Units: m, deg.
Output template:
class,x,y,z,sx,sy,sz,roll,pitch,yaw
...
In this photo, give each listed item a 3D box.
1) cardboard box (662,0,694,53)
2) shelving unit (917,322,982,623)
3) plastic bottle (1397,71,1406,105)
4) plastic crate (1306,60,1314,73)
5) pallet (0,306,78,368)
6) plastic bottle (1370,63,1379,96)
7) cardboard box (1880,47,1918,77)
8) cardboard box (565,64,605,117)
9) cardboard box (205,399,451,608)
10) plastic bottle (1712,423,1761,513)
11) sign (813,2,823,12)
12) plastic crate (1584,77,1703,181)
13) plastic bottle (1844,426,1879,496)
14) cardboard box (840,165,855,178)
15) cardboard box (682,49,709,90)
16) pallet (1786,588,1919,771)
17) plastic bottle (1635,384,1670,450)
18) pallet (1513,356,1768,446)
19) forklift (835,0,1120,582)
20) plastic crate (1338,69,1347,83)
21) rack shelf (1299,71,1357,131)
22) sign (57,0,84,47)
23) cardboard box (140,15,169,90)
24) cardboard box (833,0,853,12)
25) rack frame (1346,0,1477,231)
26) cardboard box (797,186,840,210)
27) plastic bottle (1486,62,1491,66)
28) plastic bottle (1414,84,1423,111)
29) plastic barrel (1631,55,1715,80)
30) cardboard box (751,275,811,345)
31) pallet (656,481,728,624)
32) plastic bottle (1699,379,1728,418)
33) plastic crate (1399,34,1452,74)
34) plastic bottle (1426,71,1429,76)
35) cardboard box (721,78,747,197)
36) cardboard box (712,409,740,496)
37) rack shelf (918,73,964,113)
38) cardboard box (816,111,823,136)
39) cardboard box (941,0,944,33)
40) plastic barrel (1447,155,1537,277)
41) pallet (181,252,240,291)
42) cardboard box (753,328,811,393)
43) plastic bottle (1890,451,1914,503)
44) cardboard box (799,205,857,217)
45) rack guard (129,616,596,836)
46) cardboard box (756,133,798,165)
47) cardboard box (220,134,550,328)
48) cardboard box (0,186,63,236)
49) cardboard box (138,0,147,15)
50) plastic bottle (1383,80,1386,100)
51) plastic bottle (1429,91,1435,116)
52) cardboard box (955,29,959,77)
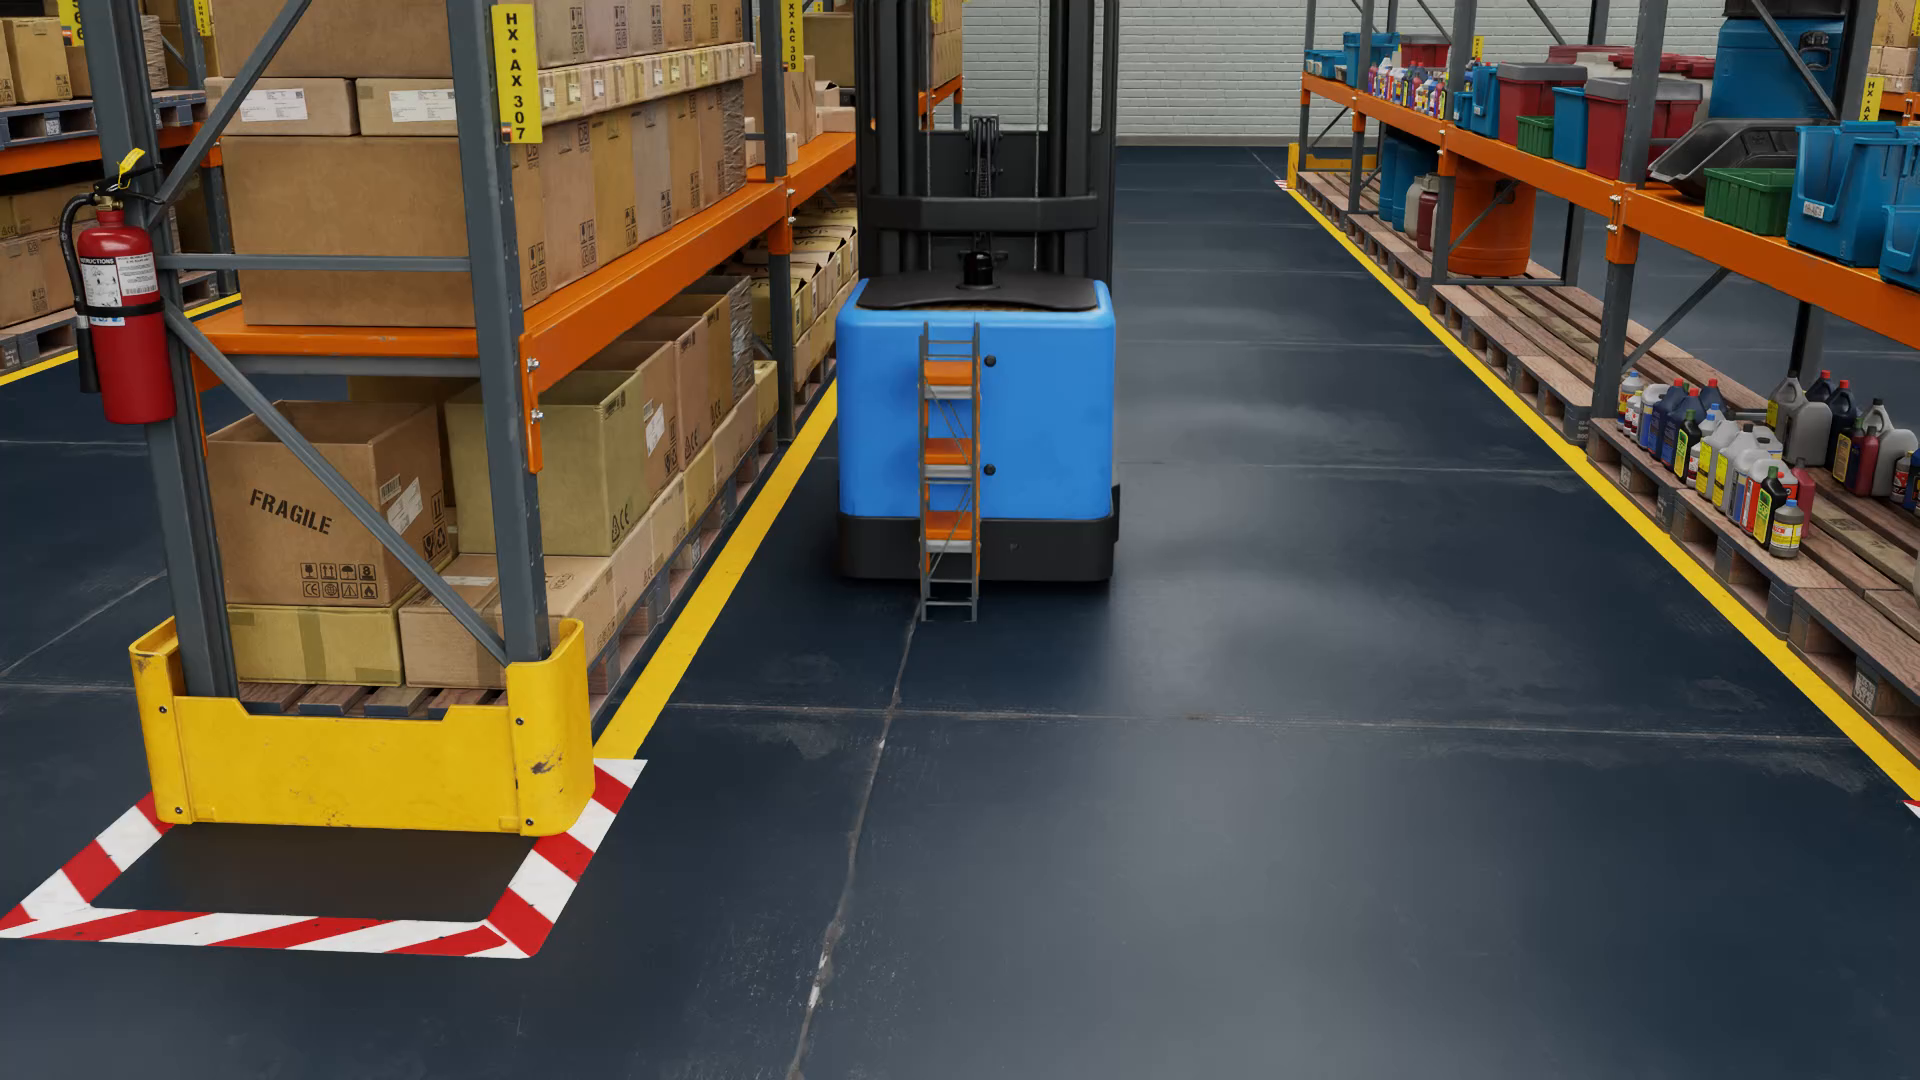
class,x,y,z,sx,sy,sz,roll,pitch,yaw
cardboard box,-1.441,-2.155,6.438,0.700,0.500,0.500,1,18,4
shelving unit,-0.035,-0.240,5.968,0.215,1.050,0.252,1,18,2
plastic bottle,3.631,-3.692,13.581,0.097,0.271,0.097,0,18,0
plastic crate,4.005,-5.293,18.585,0.250,0.136,0.298,1,18,4
pallet,-6.146,-1.347,10.696,1.003,0.211,1.213,1,18,4
plastic bottle,3.708,-4.113,14.845,0.061,0.283,0.133,1,18,4
cardboard box,8.880,-4.417,15.348,0.500,0.250,0.500,1,18,3
cardboard box,-1.332,-1.410,5.205,0.380,0.149,0.250,1,18,3
cardboard box,-1.889,-0.121,5.013,0.500,0.500,0.500,1,18,4
plastic bottle,3.067,-0.290,6.538,0.144,0.351,0.185,2,18,6
sign,-1.313,-4.847,15.508,0.100,0.325,0.005,1,18,4
plastic crate,3.326,-2.017,8.159,0.402,0.464,0.583,1,18,4
plastic bottle,3.679,-0.333,6.778,0.061,0.283,0.133,1,18,4
cardboard box,-1.156,-3.192,13.952,0.500,0.250,0.500,1,18,3
cardboard box,-1.225,-1.892,6.677,0.380,0.149,0.250,1,18,4
pallet,3.331,0.461,5.177,1.003,0.211,1.213,1,18,4
plastic bottle,3.140,-0.554,7.464,0.152,0.276,0.135,2,18,6
pallet,3.614,-0.749,8.870,1.003,0.211,1.213,1,18,4
forklift,0.119,-1.645,7.236,1.130,2.935,3.031,1,18,2
plastic crate,3.982,-4.566,16.385,0.437,0.125,0.590,1,18,4
rack shelf,4.313,-4.593,17.280,1.077,0.370,4.000,1,18,4
sign,-2.171,-1.378,4.072,0.100,0.325,0.005,1,18,4
cardboard box,-6.022,-3.403,11.625,0.700,0.500,0.500,-1,18,-3
cardboard box,-0.993,-5.111,15.938,0.500,0.500,0.500,1,18,4
rack frame,4.170,-4.314,15.272,1.000,3.000,0.127,1,18,4
cardboard box,-1.225,-2.500,13.045,0.500,0.500,0.500,2,18,6
plastic bottle,4.190,-3.617,13.225,0.144,0.351,0.185,1,18,4
plastic bottle,3.578,-3.431,12.897,0.097,0.201,0.097,0,18,0
plastic barrel,3.936,-2.414,9.255,0.433,0.535,0.433,0,18,0
cardboard box,-1.066,-1.223,8.680,0.500,0.311,0.500,1,18,4
pallet,-1.528,0.010,6.554,1.003,0.211,1.213,1,18,4
plastic bottle,3.268,-0.535,7.286,0.144,0.351,0.185,1,18,4
plastic crate,4.484,-4.645,16.082,0.402,0.464,0.583,1,18,4
plastic bottle,3.768,-3.659,13.479,0.097,0.271,0.097,0,18,0
cardboard box,-1.370,-1.851,7.593,0.700,0.500,0.500,1,18,2
cardboard box,-1.226,-0.375,6.990,0.500,0.250,0.500,1,18,4
rack shelf,-0.627,-4.705,17.621,1.077,0.370,4.000,1,18,4
cardboard box,-1.093,-2.667,10.648,0.380,0.149,0.250,3,18,8
cardboard box,-0.420,-5.249,16.358,0.500,0.500,0.500,1,18,2
plastic barrel,3.901,-2.392,12.218,0.600,0.830,0.708,1,18,4
pallet,-5.867,-2.211,13.332,1.003,0.211,1.213,1,18,4
cardboard box,-1.068,-0.954,8.758,0.500,0.250,0.500,1,18,3
plastic bottle,3.804,-0.255,6.671,0.097,0.201,0.097,0,18,0
cardboard box,-0.849,-2.175,11.584,0.500,0.311,0.500,2,18,5
rack guard,-1.633,0.496,4.605,1.175,0.500,0.348,1,18,4
cardboard box,-1.077,-2.092,8.895,0.380,0.149,0.250,1,18,4
cardboard box,-1.585,-0.891,4.665,0.700,0.500,0.500,1,18,4
cardboard box,-6.134,-2.110,10.649,0.500,0.250,0.500,1,18,4
cardboard box,-6.225,-3.994,12.421,0.500,0.250,0.500,2,18,5
plastic bottle,3.681,-3.875,14.251,0.097,0.201,0.097,0,18,0
plastic bottle,3.536,-3.250,12.343,0.097,0.201,0.097,0,18,0
cardboard box,-0.278,-5.409,18.454,0.500,0.500,0.500,1,18,4
